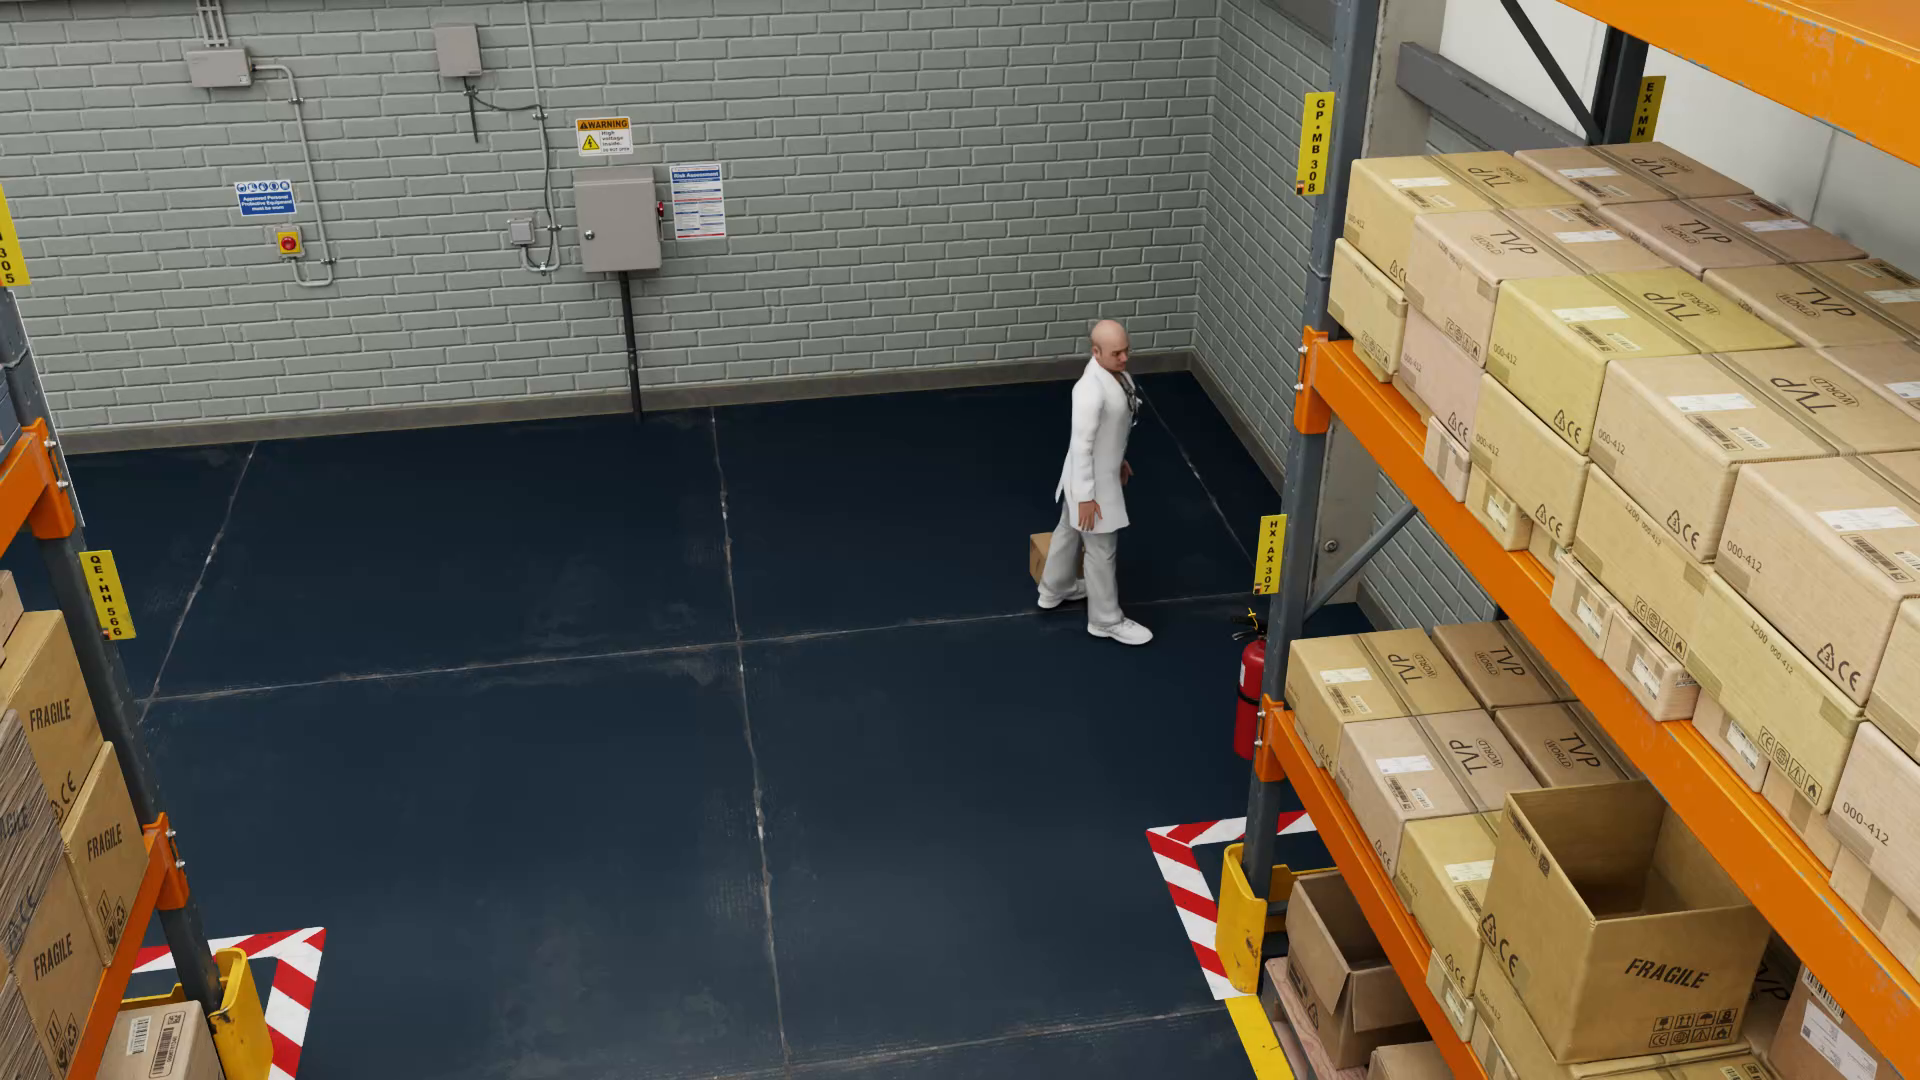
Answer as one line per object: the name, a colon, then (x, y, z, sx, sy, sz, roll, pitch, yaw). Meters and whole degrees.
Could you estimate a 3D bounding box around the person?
person: (0.738, -0.325, 8.672, 0.670, 1.767, 0.639, 6, 31, 10)
